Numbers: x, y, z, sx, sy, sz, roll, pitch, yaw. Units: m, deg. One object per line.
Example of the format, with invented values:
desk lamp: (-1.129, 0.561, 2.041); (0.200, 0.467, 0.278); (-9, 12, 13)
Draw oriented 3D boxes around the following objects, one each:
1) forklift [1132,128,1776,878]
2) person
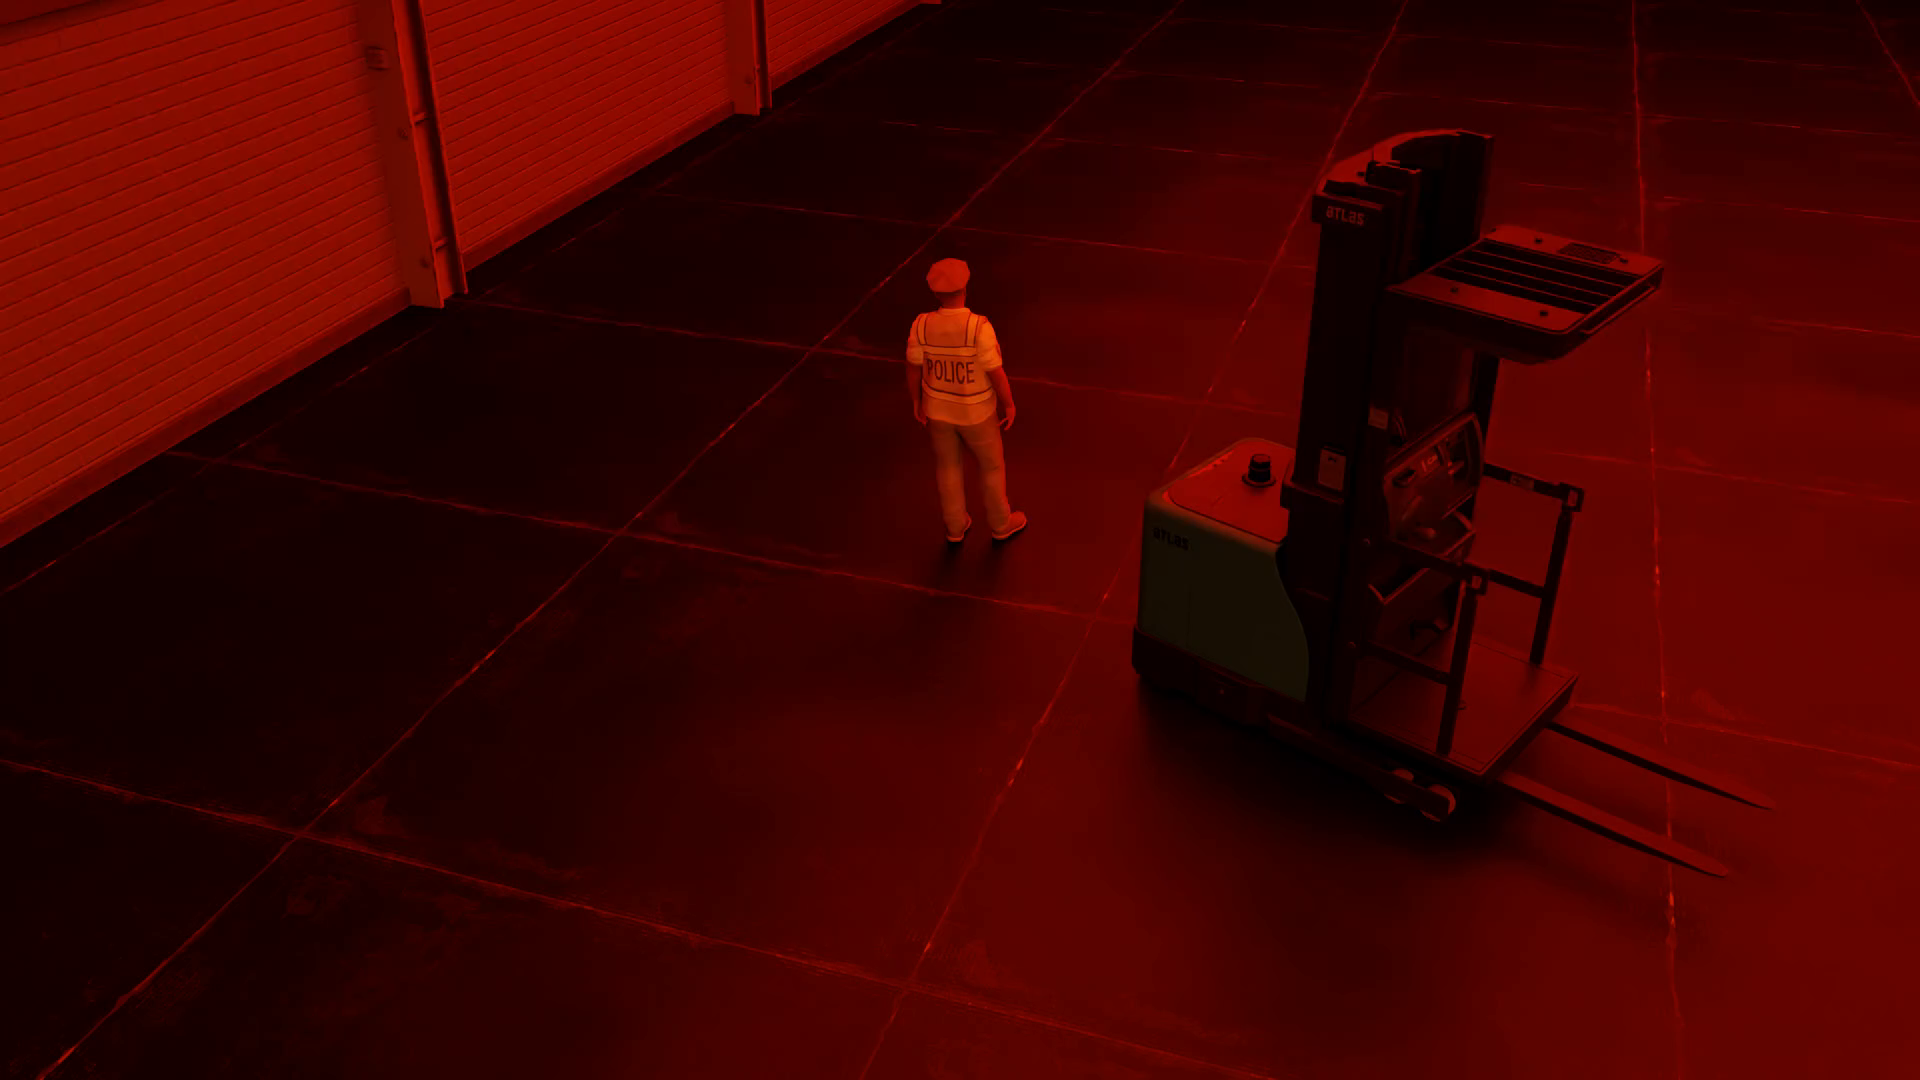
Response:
forklift: (2.350, -0.254, 7.583); (3.031, 2.935, 1.130); (23, 37, 35)
person: (0.036, -0.816, 9.712); (0.641, 1.781, 0.574); (10, 31, 16)
